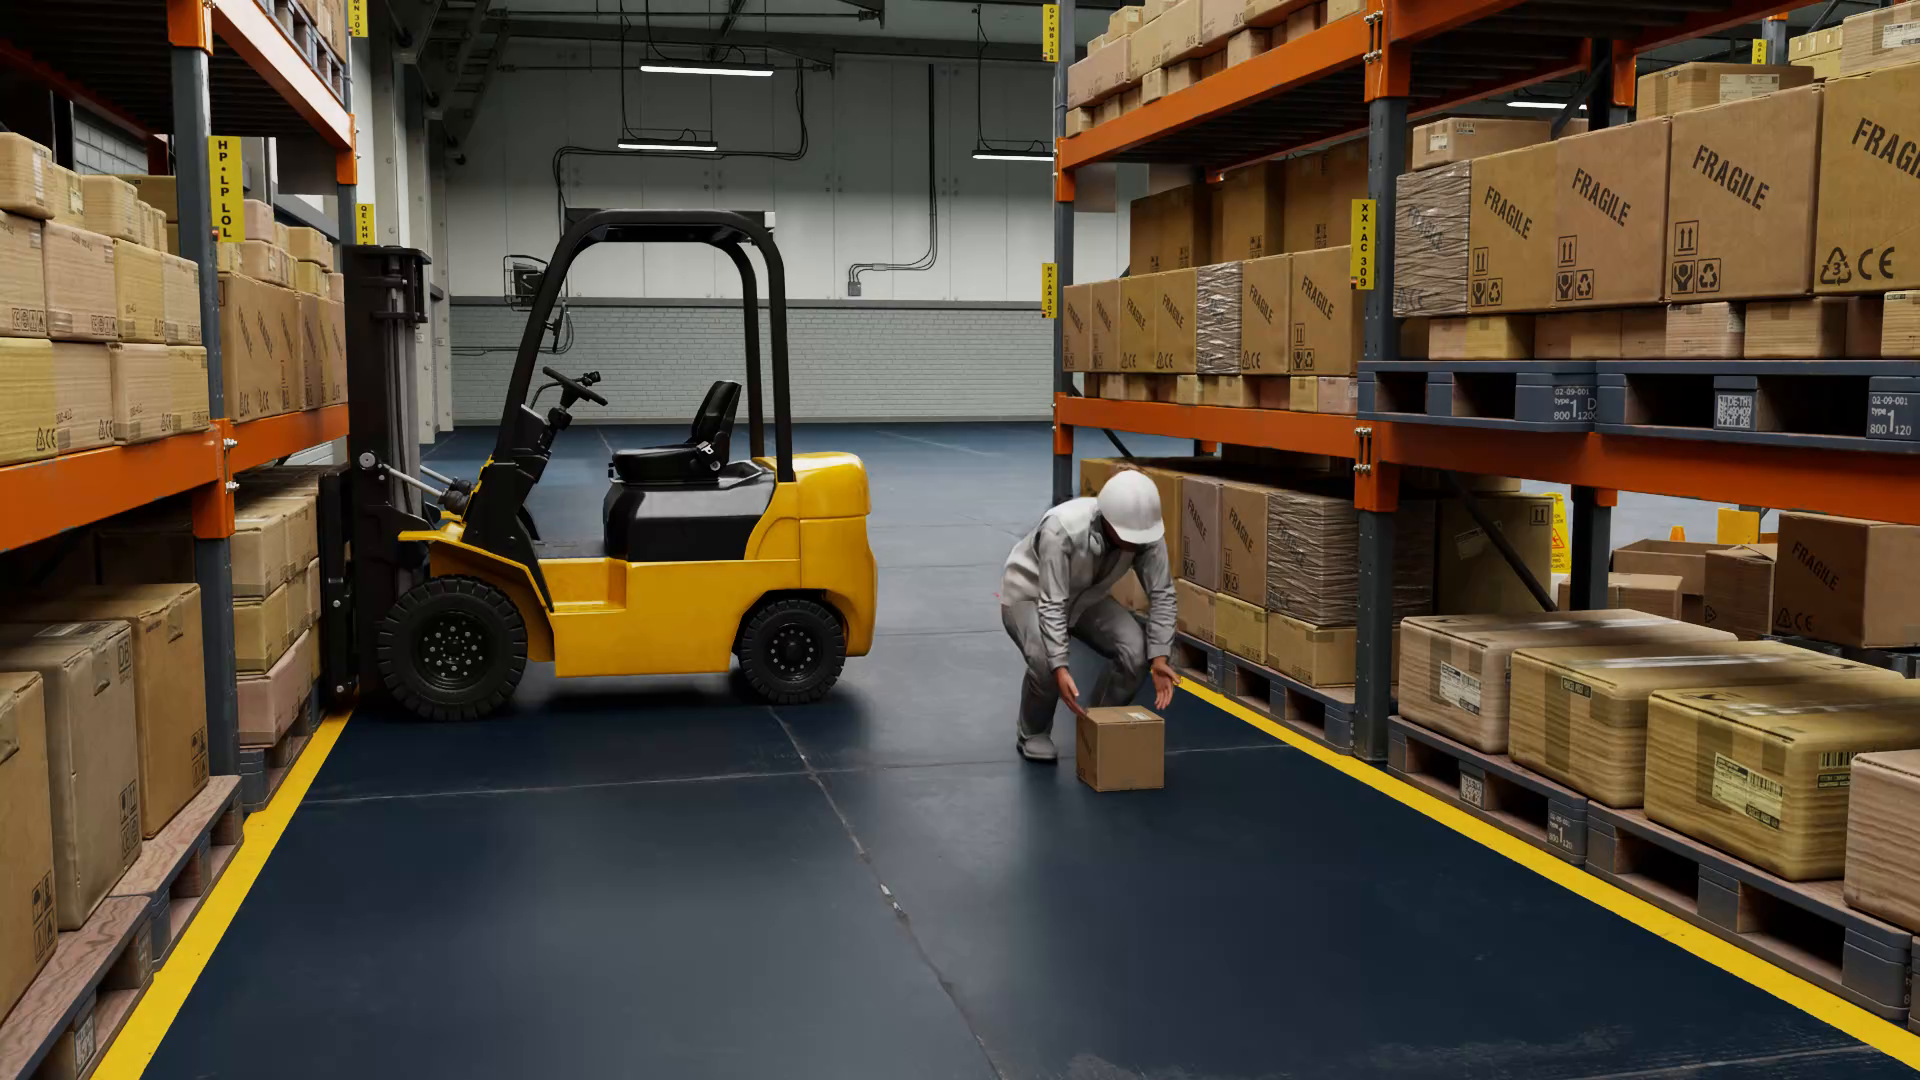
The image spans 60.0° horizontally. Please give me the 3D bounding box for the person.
[{"bbox_3d":[0.497,0.277,6.288,0.560,1.126,0.875,-2,6,-17],"label":"person"}]
